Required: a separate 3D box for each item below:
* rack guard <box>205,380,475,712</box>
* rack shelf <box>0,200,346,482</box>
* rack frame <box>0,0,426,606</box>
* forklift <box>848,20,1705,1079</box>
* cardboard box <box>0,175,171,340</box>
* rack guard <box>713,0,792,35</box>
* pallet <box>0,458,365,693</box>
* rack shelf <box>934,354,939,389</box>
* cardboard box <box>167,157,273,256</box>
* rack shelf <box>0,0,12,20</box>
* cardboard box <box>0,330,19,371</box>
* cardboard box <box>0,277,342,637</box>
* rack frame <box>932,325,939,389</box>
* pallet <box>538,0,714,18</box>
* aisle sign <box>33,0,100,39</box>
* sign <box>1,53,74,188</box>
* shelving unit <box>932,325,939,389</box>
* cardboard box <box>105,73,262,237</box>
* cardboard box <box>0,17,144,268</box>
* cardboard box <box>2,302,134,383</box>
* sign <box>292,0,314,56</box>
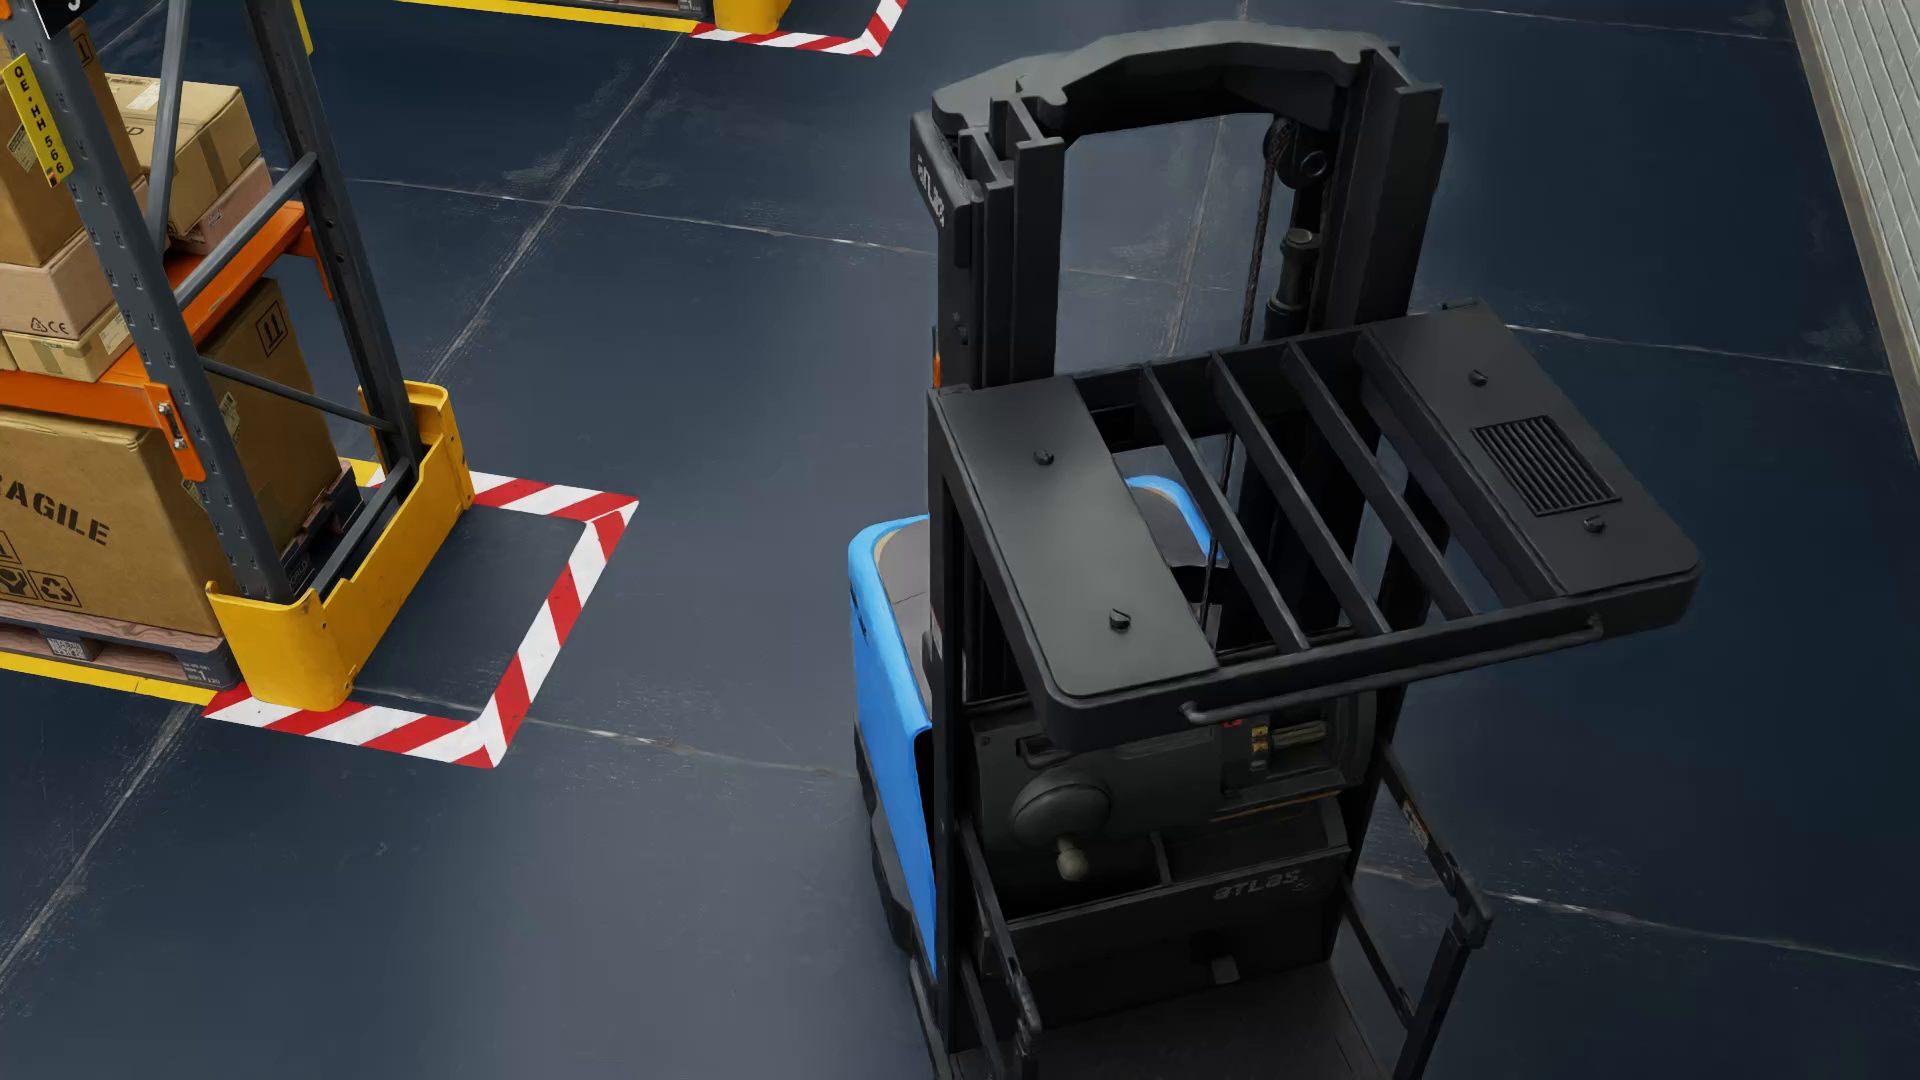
[{"bbox_3d":[-2.155,-0.009,5.899,0.348,0.500,1.175,9,45,9],"label":"rack guard"},{"bbox_3d":[-4.130,-0.957,5.600,4.000,0.370,1.077,9,45,9],"label":"rack shelf"},{"bbox_3d":[-2.178,-0.913,5.036,0.127,3.000,1.000,9,45,9],"label":"rack frame"},{"bbox_3d":[0.544,0.581,3.533,1.130,2.935,3.031,-11,45,-11],"label":"forklift"},{"bbox_3d":[-2.709,-0.860,4.874,0.500,0.250,0.500,8,45,8],"label":"cardboard box"},{"bbox_3d":[-1.070,-3.370,9.390,0.348,0.500,1.175,9,45,9],"label":"rack guard"},{"bbox_3d":[-2.976,0.023,6.074,1.213,0.211,1.003,9,45,9],"label":"pallet"},{"bbox_3d":[0.052,-0.567,5.688,0.240,0.259,0.215,9,45,9],"label":"rack shelf"},{"bbox_3d":[-2.453,-1.100,5.411,0.250,0.149,0.380,9,45,10],"label":"cardboard box"},{"bbox_3d":[-4.130,-2.038,4.560,4.000,0.370,1.077,9,45,9],"label":"rack shelf"},{"bbox_3d":[-2.852,-0.692,4.987,0.250,0.149,0.380,9,45,9],"label":"cardboard box"},{"bbox_3d":[-2.820,-0.342,5.671,0.875,0.875,0.875,9,45,9],"label":"cardboard box"},{"bbox_3d":[-0.067,-0.389,5.897,0.008,1.050,0.200,9,45,9],"label":"rack frame"},{"bbox_3d":[-1.893,-3.412,9.642,1.213,0.211,1.003,9,45,9],"label":"pallet"},{"bbox_3d":[-2.174,-1.636,3.912,0.004,0.787,0.394,9,45,9],"label":"aisle sign"},{"bbox_3d":[-2.310,-1.051,4.173,0.005,0.325,0.100,9,45,9],"label":"sign"},{"bbox_3d":[0.052,-0.370,5.878,0.252,1.050,0.215,9,45,9],"label":"shelving unit"},{"bbox_3d":[-2.588,-1.222,5.250,0.500,0.250,0.500,8,44,8],"label":"cardboard box"},{"bbox_3d":[-2.711,-1.132,4.616,0.500,0.500,0.500,9,45,10],"label":"cardboard box"},{"bbox_3d":[-2.598,-0.654,4.947,0.250,0.149,0.380,10,45,10],"label":"cardboard box"},{"bbox_3d":[-2.051,-1.628,5.097,0.005,0.325,0.100,9,45,9],"label":"sign"}]
